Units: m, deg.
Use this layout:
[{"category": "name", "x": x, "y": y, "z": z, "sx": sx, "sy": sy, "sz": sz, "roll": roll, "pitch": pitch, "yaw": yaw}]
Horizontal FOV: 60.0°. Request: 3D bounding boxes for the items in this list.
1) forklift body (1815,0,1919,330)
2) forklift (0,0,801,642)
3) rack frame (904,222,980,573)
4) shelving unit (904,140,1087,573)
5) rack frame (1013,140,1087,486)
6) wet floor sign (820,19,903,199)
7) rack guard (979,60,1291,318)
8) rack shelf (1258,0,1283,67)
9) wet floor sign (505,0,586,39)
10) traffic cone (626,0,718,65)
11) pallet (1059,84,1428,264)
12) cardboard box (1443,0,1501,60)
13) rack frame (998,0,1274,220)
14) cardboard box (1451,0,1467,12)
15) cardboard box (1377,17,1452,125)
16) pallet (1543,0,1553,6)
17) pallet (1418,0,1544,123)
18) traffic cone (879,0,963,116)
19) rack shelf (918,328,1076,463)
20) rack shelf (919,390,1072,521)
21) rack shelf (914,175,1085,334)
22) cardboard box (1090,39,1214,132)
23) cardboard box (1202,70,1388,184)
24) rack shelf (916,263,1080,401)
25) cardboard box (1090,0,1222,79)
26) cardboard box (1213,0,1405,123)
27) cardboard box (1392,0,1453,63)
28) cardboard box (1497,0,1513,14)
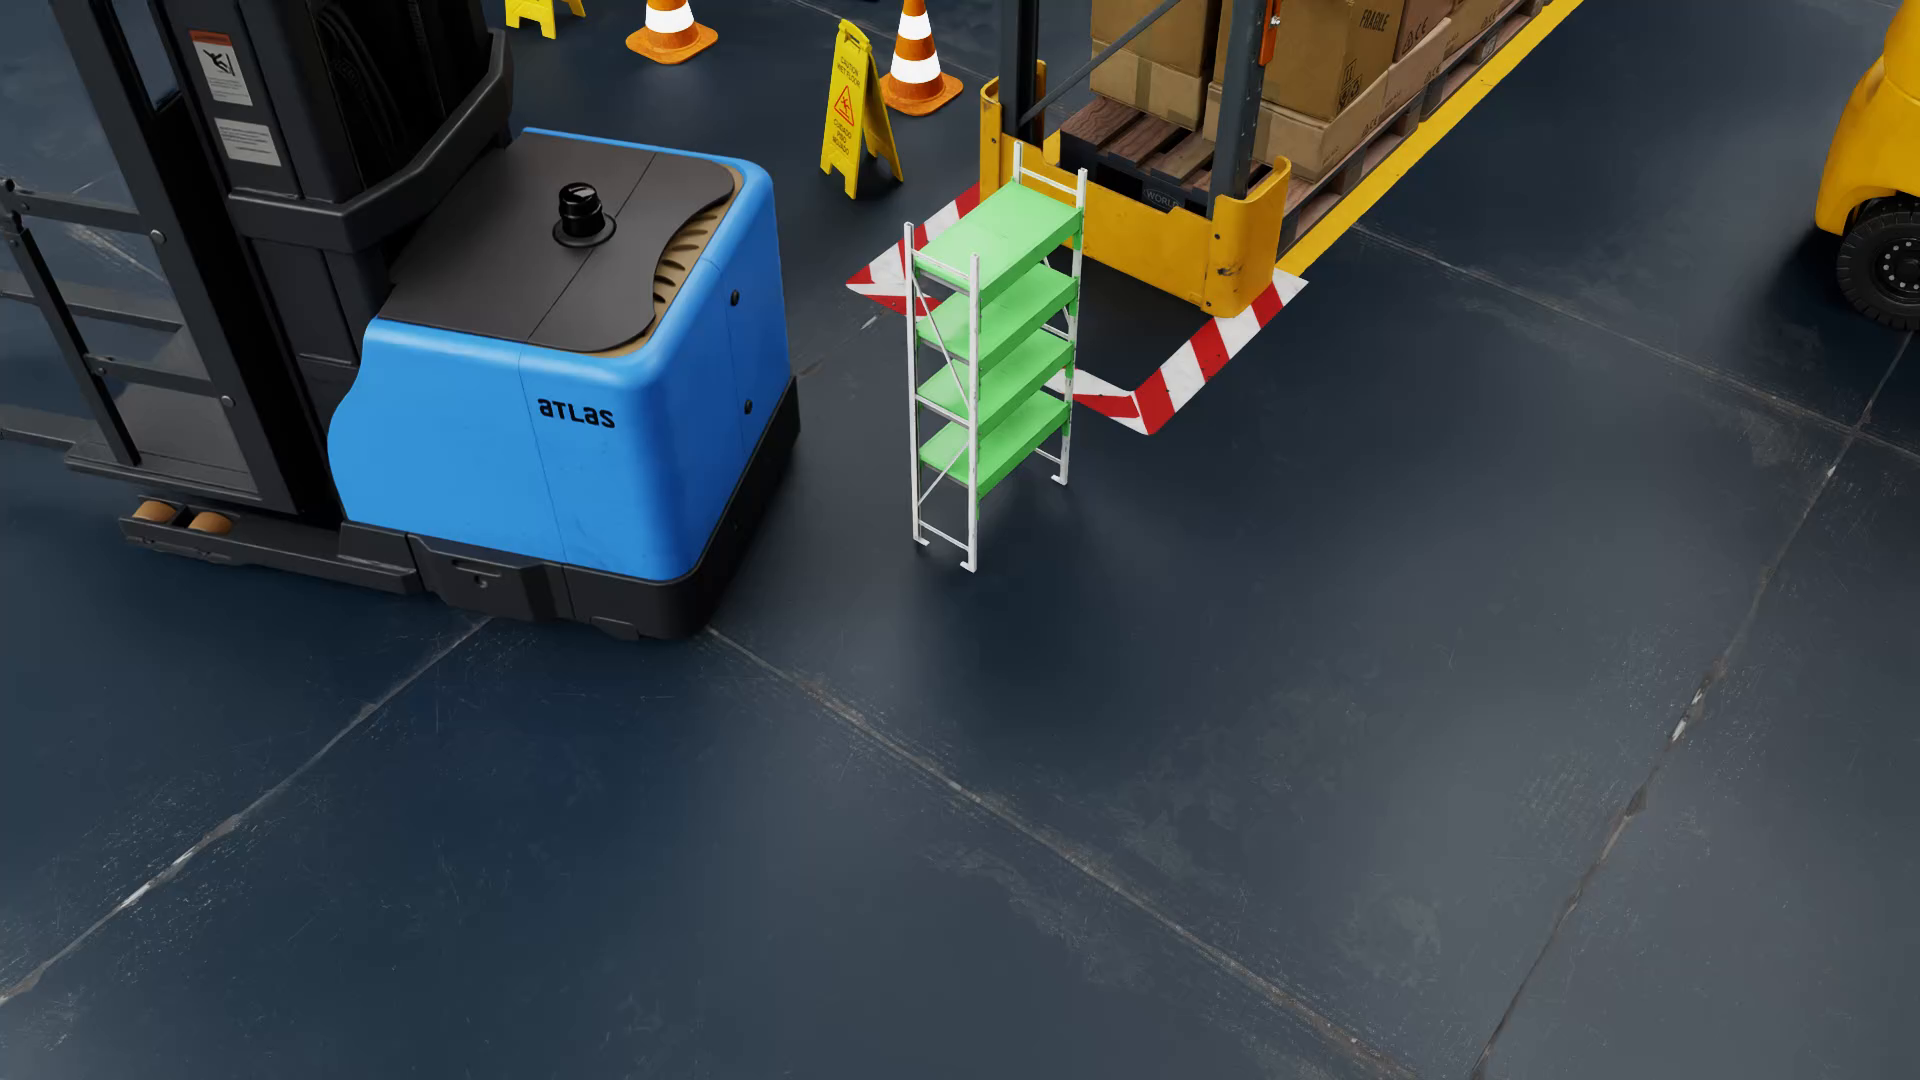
[{"category": "forklift body", "x": 4.216, "y": -1.538, "z": 5.232, "sx": 2.313, "sy": 2.155, "sz": 1.214, "roll": 29, "pitch": 53, "yaw": 25}, {"category": "forklift", "x": -2.102, "y": -1.296, "z": 4.461, "sx": 3.031, "sy": 2.935, "sz": 1.130, "roll": 11, "pitch": 47, "yaw": 10}, {"category": "rack frame", "x": -0.048, "y": -0.370, "z": 4.773, "sx": 0.240, "sy": 1.200, "sz": 0.015, "roll": 29, "pitch": 53, "yaw": 25}, {"category": "shelving unit", "x": 0.101, "y": -0.509, "z": 4.907, "sx": 0.258, "sy": 1.200, "sz": 0.503, "roll": 29, "pitch": 53, "yaw": 25}, {"category": "rack frame", "x": 0.250, "y": -0.649, "z": 5.040, "sx": 0.240, "sy": 1.200, "sz": 0.015, "roll": 29, "pitch": 53, "yaw": 25}, {"category": "wet floor sign", "x": -0.392, "y": -1.683, "z": 6.412, "sx": 0.232, "sy": 0.644, "sz": 0.267, "roll": -25, "pitch": 51, "yaw": -22}, {"category": "rack guard", "x": 0.617, "y": -1.312, "z": 6.158, "sx": 1.175, "sy": 0.500, "sz": 0.348, "roll": 29, "pitch": 53, "yaw": 25}, {"category": "rack shelf", "x": 1.793, "y": -3.028, "z": 6.566, "sx": 1.077, "sy": 0.370, "sz": 4.000, "roll": 29, "pitch": 53, "yaw": 25}, {"category": "wet floor sign", "x": -1.859, "y": -2.558, "z": 7.247, "sx": 0.267, "sy": 0.644, "sz": 0.232, "roll": 21, "pitch": 50, "yaw": 19}, {"category": "traffic cone", "x": -1.274, "y": -2.368, "z": 7.192, "sx": 0.336, "sy": 0.463, "sz": 0.334, "roll": 29, "pitch": 53, "yaw": 25}, {"category": "pallet", "x": 1.142, "y": -1.662, "z": 6.691, "sx": 1.003, "sy": 0.211, "sz": 1.213, "roll": 29, "pitch": 53, "yaw": 25}, {"category": "cardboard box", "x": 1.924, "y": -2.273, "z": 6.958, "sx": 0.500, "sy": 0.250, "sz": 0.500, "roll": 33, "pitch": 54, "yaw": 27}, {"category": "rack frame", "x": 0.571, "y": -2.132, "z": 5.212, "sx": 1.000, "sy": 3.000, "sz": 0.127, "roll": 29, "pitch": 53, "yaw": 25}, {"category": "cardboard box", "x": 1.926, "y": -2.524, "z": 6.679, "sx": 0.500, "sy": 0.500, "sz": 0.500, "roll": 30, "pitch": 53, "yaw": 26}, {"category": "cardboard box", "x": 1.601, "y": -1.955, "z": 6.655, "sx": 0.500, "sy": 0.250, "sz": 0.500, "roll": 31, "pitch": 54, "yaw": 26}, {"category": "pallet", "x": 2.634, "y": -3.058, "z": 8.025, "sx": 1.003, "sy": 0.211, "sz": 1.213, "roll": 29, "pitch": 53, "yaw": 25}, {"category": "pallet", "x": 1.888, "y": -2.357, "z": 7.355, "sx": 1.003, "sy": 0.211, "sz": 1.213, "roll": 29, "pitch": 53, "yaw": 25}, {"category": "traffic cone", "x": -0.187, "y": -2.072, "z": 6.909, "sx": 0.336, "sy": 0.463, "sz": 0.334, "roll": 29, "pitch": 53, "yaw": 25}, {"category": "rack shelf", "x": 0.101, "y": -0.465, "z": 4.953, "sx": 0.258, "sy": 0.148, "sz": 0.480, "roll": 29, "pitch": 53, "yaw": 25}, {"category": "rack shelf", "x": 0.101, "y": -0.299, "z": 5.126, "sx": 0.258, "sy": 0.148, "sz": 0.480, "roll": 29, "pitch": 53, "yaw": 25}, {"category": "rack shelf", "x": 0.101, "y": -0.797, "z": 4.606, "sx": 0.258, "sy": 0.148, "sz": 0.480, "roll": 29, "pitch": 53, "yaw": 25}, {"category": "cardboard box", "x": 0.867, "y": -1.923, "z": 6.623, "sx": 0.500, "sy": 0.250, "sz": 0.500, "roll": 29, "pitch": 53, "yaw": 25}, {"category": "cardboard box", "x": 1.283, "y": -1.667, "z": 6.379, "sx": 0.500, "sy": 0.250, "sz": 0.500, "roll": 29, "pitch": 53, "yaw": 25}, {"category": "rack shelf", "x": 0.101, "y": -0.631, "z": 4.779, "sx": 0.258, "sy": 0.148, "sz": 0.480, "roll": 29, "pitch": 53, "yaw": 25}, {"category": "cardboard box", "x": 0.854, "y": -2.160, "z": 6.332, "sx": 0.500, "sy": 0.500, "sz": 0.500, "roll": 30, "pitch": 53, "yaw": 25}, {"category": "cardboard box", "x": 1.297, "y": -1.940, "z": 6.121, "sx": 0.500, "sy": 0.500, "sz": 0.500, "roll": 28, "pitch": 52, "yaw": 24}, {"category": "cardboard box", "x": 1.613, "y": -2.241, "z": 6.409, "sx": 0.500, "sy": 0.500, "sz": 0.500, "roll": 27, "pitch": 52, "yaw": 24}, {"category": "cardboard box", "x": 2.235, "y": -2.561, "z": 7.233, "sx": 0.500, "sy": 0.250, "sz": 0.500, "roll": 30, "pitch": 53, "yaw": 26}]
